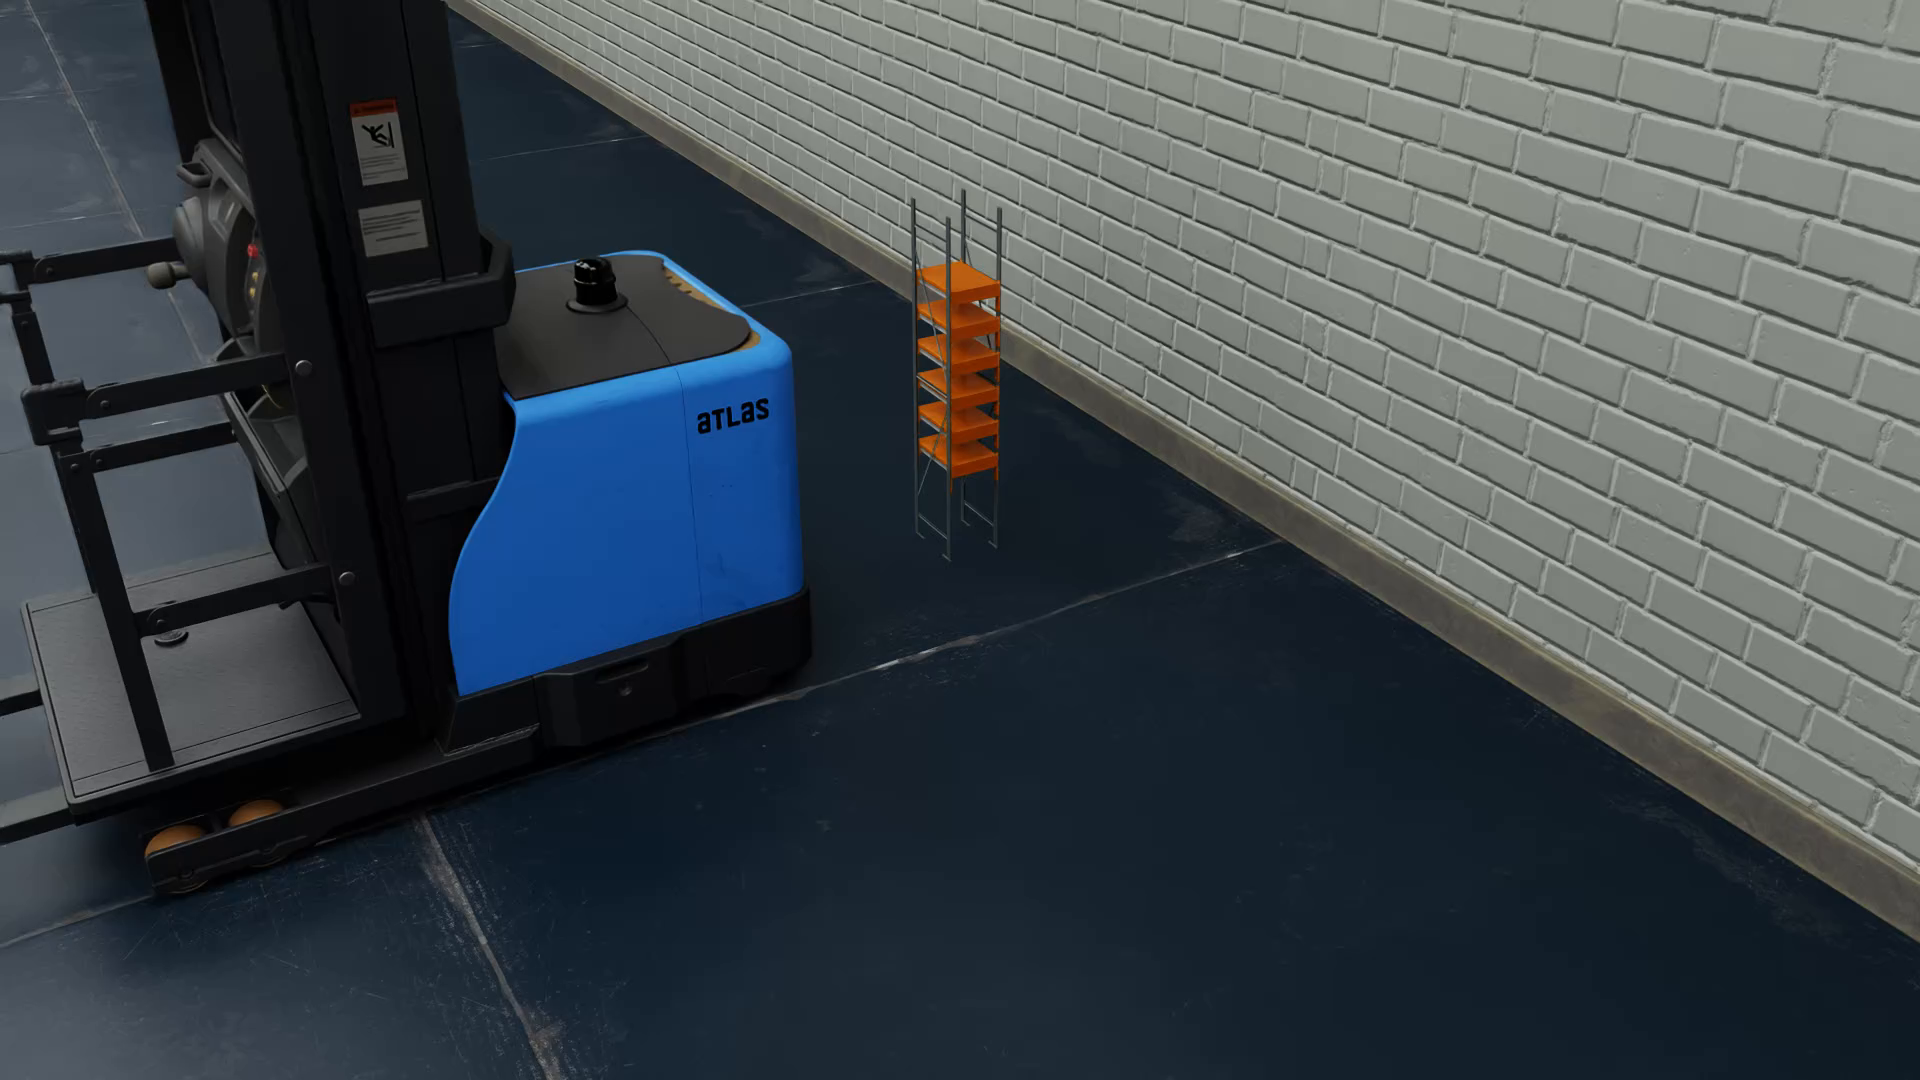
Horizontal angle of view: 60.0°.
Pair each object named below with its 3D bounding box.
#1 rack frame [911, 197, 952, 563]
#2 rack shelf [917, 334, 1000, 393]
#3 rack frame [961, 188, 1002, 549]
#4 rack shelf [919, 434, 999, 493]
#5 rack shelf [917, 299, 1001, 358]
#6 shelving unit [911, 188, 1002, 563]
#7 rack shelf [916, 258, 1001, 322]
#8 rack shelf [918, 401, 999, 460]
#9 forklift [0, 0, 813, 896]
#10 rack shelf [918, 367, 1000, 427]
[{"bbox_3d":[-0.091,-0.499,5.413,0.006,1.200,0.240,-16,33,-26],"label":"rack frame"},{"bbox_3d":[-0.012,-0.588,5.417,0.180,0.103,0.258,-16,33,-26],"label":"rack shelf"},{"bbox_3d":[0.066,-0.544,5.494,0.006,1.200,0.240,-16,33,-26],"label":"rack frame"},{"bbox_3d":[-0.012,-0.273,5.591,0.180,0.103,0.258,-16,33,-26],"label":"rack shelf"},{"bbox_3d":[-0.012,-0.693,5.359,0.180,0.103,0.258,-16,33,-26],"label":"rack shelf"},{"bbox_3d":[-0.012,-0.522,5.454,0.189,1.200,0.258,-16,33,-26],"label":"shelving unit"},{"bbox_3d":[-0.012,-0.798,5.301,0.180,0.103,0.258,-16,33,-26],"label":"rack shelf"},{"bbox_3d":[-0.012,-0.378,5.533,0.180,0.103,0.258,-16,33,-26],"label":"rack shelf"},{"bbox_3d":[-1.966,-0.694,3.973,3.031,2.935,1.130,-17,33,-28],"label":"forklift"},{"bbox_3d":[-0.012,-0.483,5.475,0.180,0.103,0.258,-16,33,-26],"label":"rack shelf"}]
